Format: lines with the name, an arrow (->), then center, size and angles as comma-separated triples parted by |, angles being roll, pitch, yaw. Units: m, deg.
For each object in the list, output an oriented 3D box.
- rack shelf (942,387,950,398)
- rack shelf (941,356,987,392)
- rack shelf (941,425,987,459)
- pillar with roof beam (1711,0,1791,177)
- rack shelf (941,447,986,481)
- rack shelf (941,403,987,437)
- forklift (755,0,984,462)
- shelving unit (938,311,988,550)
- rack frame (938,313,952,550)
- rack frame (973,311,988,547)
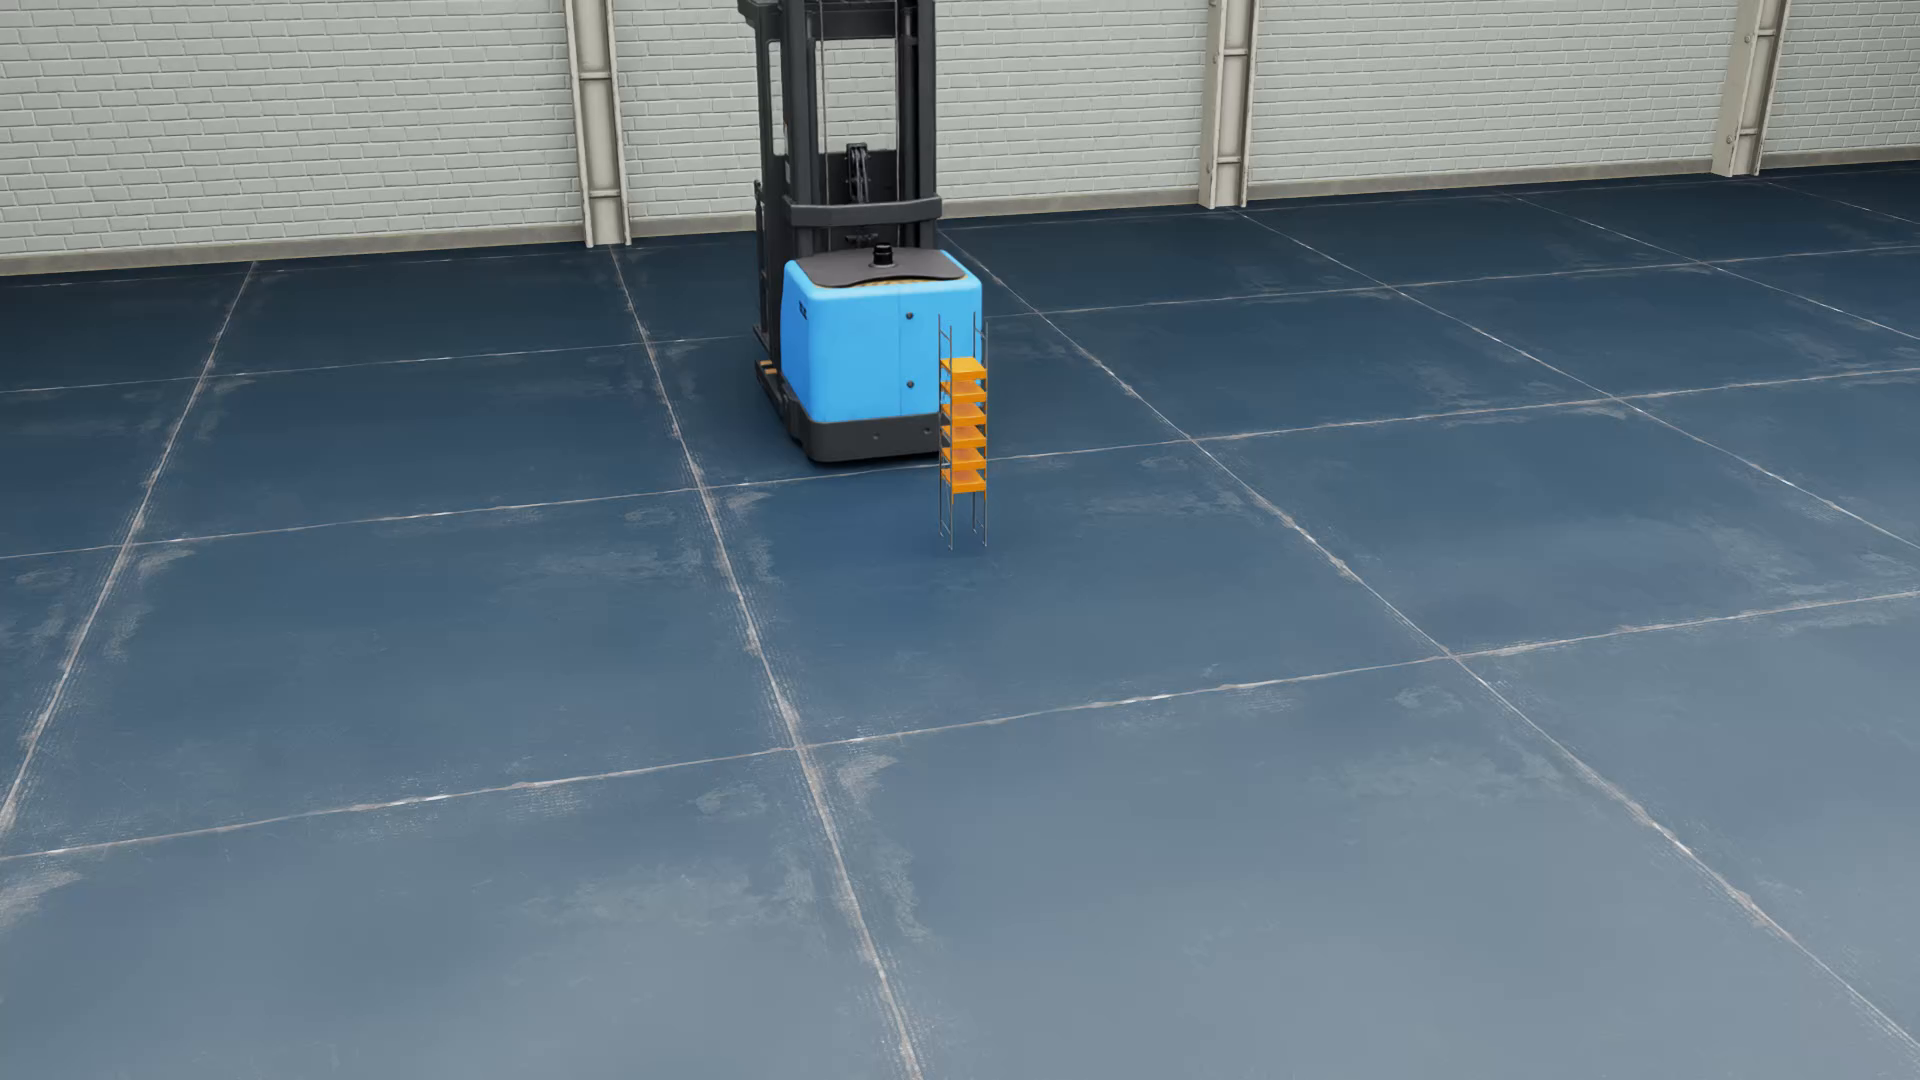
rack shelf -> 0.014, -0.751, 8.432 | 0.166, 0.020, 0.199 | -6, 24, -14
rack shelf -> 0.014, -0.843, 8.393 | 0.180, 0.103, 0.258 | -6, 24, -14
rack shelf -> 0.014, -0.512, 8.535 | 0.180, 0.103, 0.258 | -6, 24, -14
pillar with roof beam -> 9.537, -6.469, 12.413 | 0.400, 9.000, 9.100 | -6, 24, -14
rack shelf -> 0.014, -0.402, 8.582 | 0.180, 0.103, 0.258 | -6, 24, -14
rack shelf -> 0.014, -0.622, 8.487 | 0.180, 0.103, 0.258 | -6, 24, -14
forklift -> -0.750, -2.351, 10.513 | 1.130, 2.935, 3.031 | -6, 24, -14
shelving unit -> 0.014, -0.553, 8.517 | 0.189, 1.200, 0.258 | -6, 24, -14
rack frame -> -0.074, -0.543, 8.494 | 0.006, 1.200, 0.240 | -6, 24, -14
rack frame -> 0.102, -0.563, 8.540 | 0.006, 1.200, 0.240 | -6, 24, -14
